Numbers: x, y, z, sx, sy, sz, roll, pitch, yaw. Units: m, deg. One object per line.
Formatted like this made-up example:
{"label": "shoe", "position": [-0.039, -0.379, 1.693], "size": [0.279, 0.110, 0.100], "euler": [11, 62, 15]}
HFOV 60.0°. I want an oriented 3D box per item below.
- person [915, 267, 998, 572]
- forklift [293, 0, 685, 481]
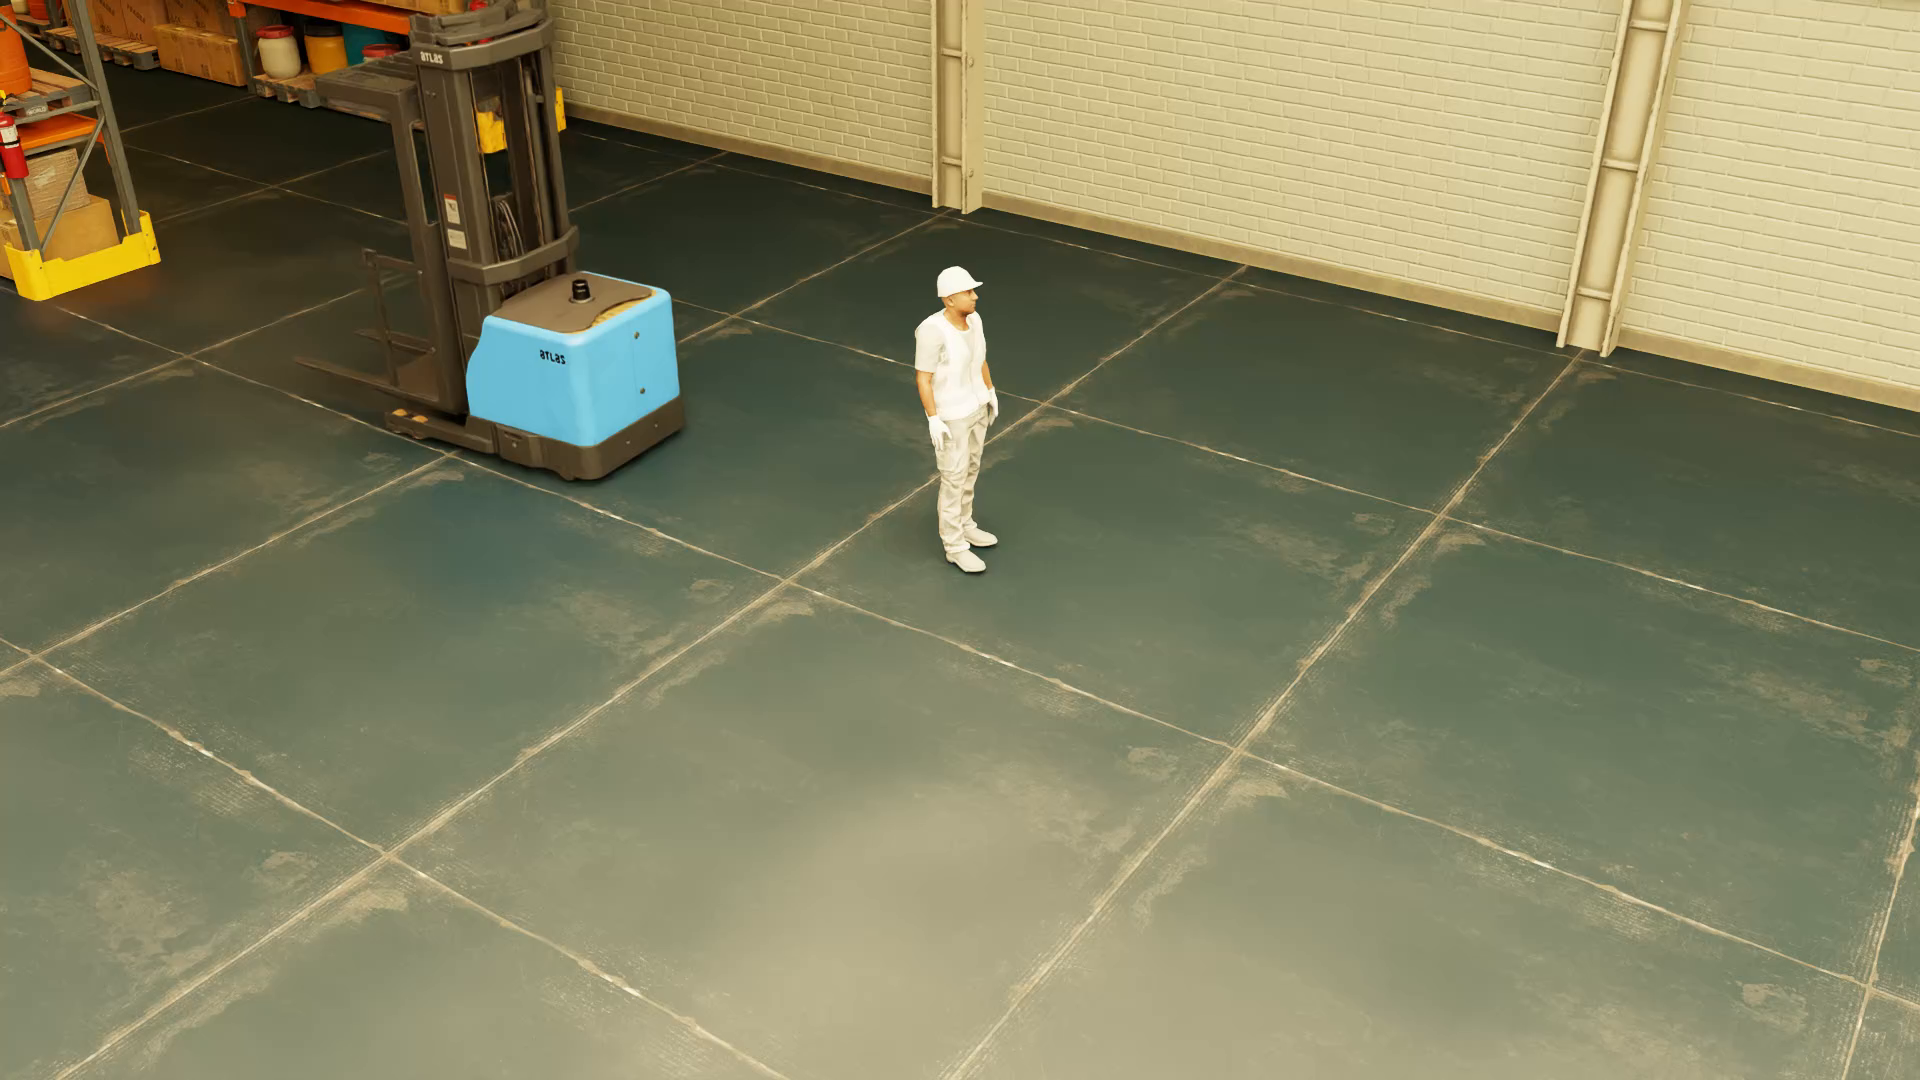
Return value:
{"label": "person", "position": [0.055, -0.754, 10.007], "size": [0.575, 1.785, 0.657], "euler": [19, 35, 29]}
{"label": "forklift", "position": [-3.486, -2.190, 11.352], "size": [3.031, 2.935, 1.130], "euler": [16, 34, 25]}
